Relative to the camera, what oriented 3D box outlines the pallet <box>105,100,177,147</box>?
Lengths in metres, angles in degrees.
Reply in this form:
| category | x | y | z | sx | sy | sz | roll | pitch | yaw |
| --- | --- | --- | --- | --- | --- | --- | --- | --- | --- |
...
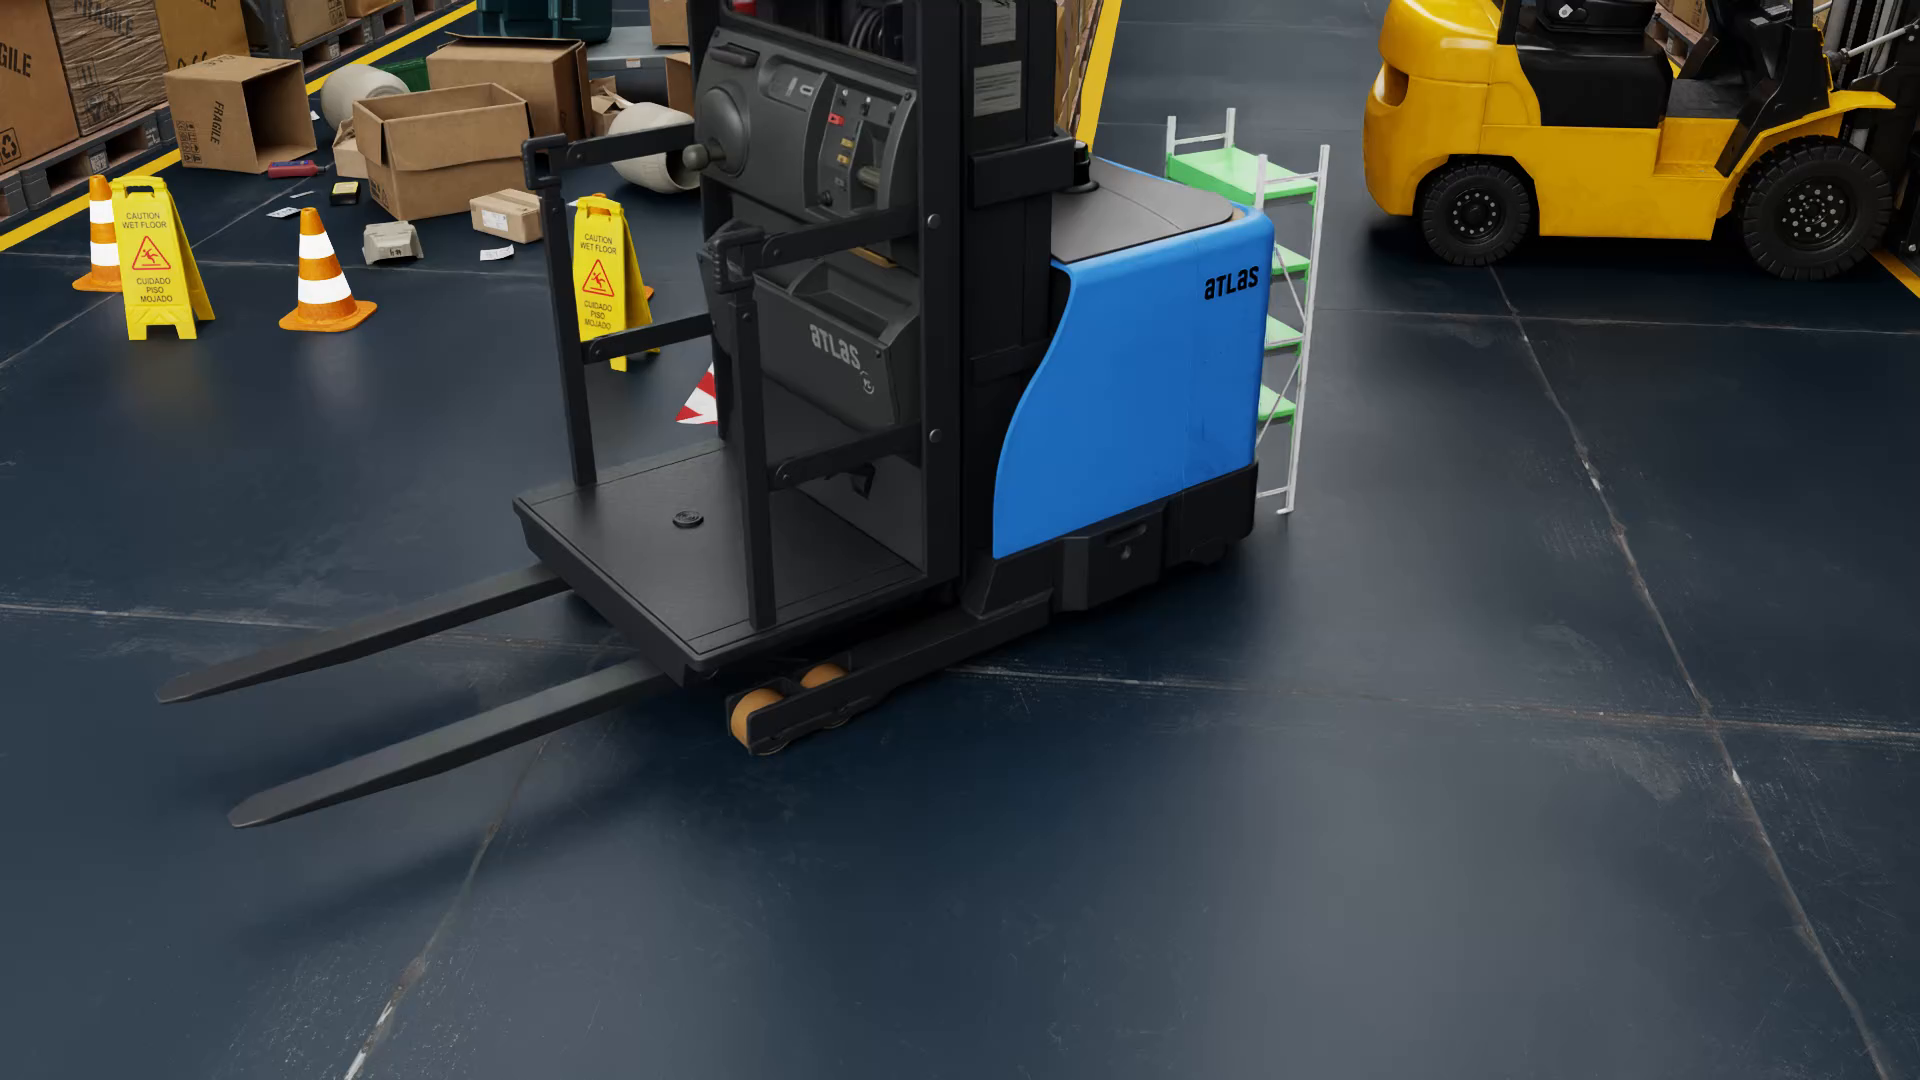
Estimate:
| category | x | y | z | sx | sy | sz | roll | pitch | yaw |
| --- | --- | --- | --- | --- | --- | --- | --- | --- | --- |
| pallet | -4.888 | -2.619 | 9.889 | 1.003 | 0.211 | 1.213 | 3 | 28 | 6 |

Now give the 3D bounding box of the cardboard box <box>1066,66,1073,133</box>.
| category | x | y | z | sx | sy | sz | roll | pitch | yaw |
| --- | --- | --- | --- | --- | --- | --- | --- | --- | --- |
| cardboard box | 0.347 | -2.389 | 8.978 | 0.500 | 0.250 | 0.500 | 3 | 28 | 5 |

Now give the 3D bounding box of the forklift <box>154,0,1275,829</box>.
| category | x | y | z | sx | sy | sz | roll | pitch | yaw |
| --- | --- | --- | --- | --- | --- | --- | --- | --- | --- |
| forklift | -0.572 | -1.027 | 4.066 | 3.031 | 2.935 | 1.130 | -20 | 34 | -32 |

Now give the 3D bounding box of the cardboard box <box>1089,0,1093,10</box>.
| category | x | y | z | sx | sy | sz | roll | pitch | yaw |
| --- | --- | --- | --- | --- | --- | --- | --- | --- | --- |
| cardboard box | 0.438 | -3.901 | 11.656 | 0.950 | 0.372 | 0.625 | 4 | 29 | 8 |

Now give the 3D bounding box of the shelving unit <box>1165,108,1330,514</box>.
| category | x | y | z | sx | sy | sz | roll | pitch | yaw |
| --- | --- | --- | --- | --- | --- | --- | --- | --- | --- |
| shelving unit | 0.866 | -0.705 | 5.292 | 0.258 | 1.200 | 0.503 | -13 | 31 | -22 |

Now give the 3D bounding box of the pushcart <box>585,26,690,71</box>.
| category | x | y | z | sx | sy | sz | roll | pitch | yaw |
| --- | --- | --- | --- | --- | --- | --- | --- | --- | --- |
| pushcart | -2.061 | -2.914 | 10.262 | 1.648 | 0.377 | 0.936 | -6 | 29 | -11 |

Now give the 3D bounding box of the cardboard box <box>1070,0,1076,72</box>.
| category | x | y | z | sx | sy | sz | roll | pitch | yaw |
| --- | --- | --- | --- | --- | --- | --- | --- | --- | --- |
| cardboard box | 0.342 | -2.731 | 8.822 | 0.500 | 0.500 | 0.500 | 4 | 29 | 7 |

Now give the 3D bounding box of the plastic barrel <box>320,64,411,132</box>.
| category | x | y | z | sx | sy | sz | roll | pitch | yaw |
| --- | --- | --- | --- | --- | --- | --- | --- | --- | --- |
| plastic barrel | -3.333 | -2.443 | 9.338 | 0.421 | 0.421 | 0.512 | -24 | 36 | -37 |

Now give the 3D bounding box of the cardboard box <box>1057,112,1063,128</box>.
| category | x | y | z | sx | sy | sz | roll | pitch | yaw |
| --- | --- | --- | --- | --- | --- | --- | --- | --- | --- |
| cardboard box | 0.216 | -1.912 | 8.093 | 0.500 | 0.250 | 0.500 | 5 | 29 | 10 |

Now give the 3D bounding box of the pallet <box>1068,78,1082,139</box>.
| category | x | y | z | sx | sy | sz | roll | pitch | yaw |
| --- | --- | --- | --- | --- | --- | --- | --- | --- | --- |
| pallet | 0.161 | -2.414 | 9.508 | 1.003 | 0.211 | 1.213 | 3 | 28 | 6 |

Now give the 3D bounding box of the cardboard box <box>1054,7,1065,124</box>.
| category | x | y | z | sx | sy | sz | roll | pitch | yaw |
| --- | --- | --- | --- | --- | --- | --- | --- | --- | --- |
| cardboard box | 0.223 | -2.238 | 7.908 | 0.500 | 0.500 | 0.500 | 4 | 29 | 7 |

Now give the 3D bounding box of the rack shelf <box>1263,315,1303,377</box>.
| category | x | y | z | sx | sy | sz | roll | pitch | yaw |
| --- | --- | --- | --- | --- | --- | --- | --- | --- | --- |
| rack shelf | 0.866 | -0.649 | 5.322 | 0.258 | 0.148 | 0.480 | -13 | 31 | -22 |

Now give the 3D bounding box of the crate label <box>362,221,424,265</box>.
| category | x | y | z | sx | sy | sz | roll | pitch | yaw |
| --- | --- | --- | --- | --- | --- | --- | --- | --- | --- |
| crate label | -2.618 | -1.372 | 7.653 | 0.250 | 0.136 | 0.298 | -11 | 30 | -20 |

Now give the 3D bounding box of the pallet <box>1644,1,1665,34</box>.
| category | x | y | z | sx | sy | sz | roll | pitch | yaw |
| --- | --- | --- | --- | --- | --- | --- | --- | --- | --- |
| pallet | 5.485 | -3.943 | 12.347 | 1.003 | 0.211 | 1.213 | 3 | 28 | 6 |

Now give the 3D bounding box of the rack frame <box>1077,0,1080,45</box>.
| category | x | y | z | sx | sy | sz | roll | pitch | yaw |
| --- | --- | --- | --- | --- | --- | --- | --- | --- | --- |
| rack frame | 0.208 | -3.960 | 9.438 | 1.000 | 3.000 | 0.127 | 3 | 28 | 6 |

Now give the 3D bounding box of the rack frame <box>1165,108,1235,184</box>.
| category | x | y | z | sx | sy | sz | roll | pitch | yaw |
| --- | --- | --- | --- | --- | --- | --- | --- | --- | --- |
| rack frame | 0.760 | -0.809 | 5.485 | 0.240 | 1.200 | 0.015 | -13 | 31 | -22 |

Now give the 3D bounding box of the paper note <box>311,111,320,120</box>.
| category | x | y | z | sx | sy | sz | roll | pitch | yaw |
| --- | --- | --- | --- | --- | --- | --- | --- | --- | --- |
| paper note | -3.901 | -2.524 | 9.902 | 0.147 | 0.020 | 0.142 | -17 | 33 | -29 |

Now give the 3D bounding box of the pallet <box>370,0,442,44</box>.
| category | x | y | z | sx | sy | sz | roll | pitch | yaw |
| --- | --- | --- | --- | --- | --- | --- | --- | --- | --- |
| pallet | -4.550 | -3.916 | 12.296 | 1.003 | 0.211 | 1.213 | 3 | 28 | 6 |

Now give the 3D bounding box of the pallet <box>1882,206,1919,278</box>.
| category | x | y | z | sx | sy | sz | roll | pitch | yaw |
| --- | --- | --- | --- | --- | --- | --- | --- | --- | --- |
| pallet | 4.849 | -1.498 | 7.807 | 1.003 | 0.211 | 1.213 | 3 | 28 | 6 |

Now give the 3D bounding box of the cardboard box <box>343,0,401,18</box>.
| category | x | y | z | sx | sy | sz | roll | pitch | yaw |
| --- | --- | --- | --- | --- | --- | --- | --- | --- | --- |
| cardboard box | -4.608 | -4.146 | 11.712 | 1.050 | 0.750 | 0.750 | 3 | 28 | 6 |

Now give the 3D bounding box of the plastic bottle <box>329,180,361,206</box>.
| category | x | y | z | sx | sy | sz | roll | pitch | yaw |
| --- | --- | --- | --- | --- | --- | --- | --- | --- | --- |
| plastic bottle | -3.135 | -1.779 | 8.487 | 0.133 | 0.061 | 0.283 | -6 | 29 | -11 |

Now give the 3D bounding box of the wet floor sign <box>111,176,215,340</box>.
| category | x | y | z | sx | sy | sz | roll | pitch | yaw |
| --- | --- | --- | --- | --- | --- | --- | --- | --- | --- |
| wet floor sign | -3.245 | -1.152 | 6.708 | 0.267 | 0.644 | 0.232 | -1 | 28 | -3 |

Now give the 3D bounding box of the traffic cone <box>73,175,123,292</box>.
| category | x | y | z | sx | sy | sz | roll | pitch | yaw |
| --- | --- | --- | --- | --- | --- | --- | --- | --- | --- |
| traffic cone | -3.733 | -1.368 | 7.301 | 0.336 | 0.463 | 0.334 | 3 | 28 | 6 |

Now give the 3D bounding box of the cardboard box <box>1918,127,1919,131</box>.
| category | x | y | z | sx | sy | sz | roll | pitch | yaw |
| --- | --- | --- | --- | --- | --- | --- | --- | --- | --- |
| cardboard box | 4.509 | -1.712 | 7.194 | 0.500 | 0.250 | 0.500 | 3 | 28 | 5 |

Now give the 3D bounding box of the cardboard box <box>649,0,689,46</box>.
| category | x | y | z | sx | sy | sz | roll | pitch | yaw |
| --- | --- | --- | --- | --- | --- | --- | --- | --- | --- |
| cardboard box | -1.562 | -3.282 | 10.017 | 0.500 | 0.500 | 0.500 | 3 | 28 | 6 |

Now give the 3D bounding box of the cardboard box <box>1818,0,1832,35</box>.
| category | x | y | z | sx | sy | sz | roll | pitch | yaw |
| --- | --- | --- | --- | --- | --- | --- | --- | --- | --- |
| cardboard box | 4.692 | -2.638 | 8.386 | 0.500 | 0.250 | 0.500 | 3 | 28 | 6 |

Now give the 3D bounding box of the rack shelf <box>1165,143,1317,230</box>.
| category | x | y | z | sx | sy | sz | roll | pitch | yaw |
| --- | --- | --- | --- | --- | --- | --- | --- | --- | --- |
| rack shelf | 0.863 | -1.071 | 5.093 | 0.258 | 0.148 | 0.480 | -13 | 31 | -22 |

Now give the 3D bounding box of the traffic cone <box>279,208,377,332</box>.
| category | x | y | z | sx | sy | sz | roll | pitch | yaw |
| --- | --- | --- | --- | --- | --- | --- | --- | --- | --- |
| traffic cone | -2.653 | -1.142 | 6.882 | 0.336 | 0.463 | 0.334 | 3 | 28 | 6 |

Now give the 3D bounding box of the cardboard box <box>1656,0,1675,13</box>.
| category | x | y | z | sx | sy | sz | roll | pitch | yaw |
| --- | --- | --- | --- | --- | --- | --- | --- | --- | --- |
| cardboard box | 5.463 | -4.095 | 11.749 | 0.875 | 0.625 | 0.625 | 4 | 29 | 8 |

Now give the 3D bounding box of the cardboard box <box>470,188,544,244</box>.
| category | x | y | z | sx | sy | sz | roll | pitch | yaw |
| --- | --- | --- | --- | --- | --- | --- | --- | --- | --- |
| cardboard box | -2.126 | -1.556 | 7.981 | 0.380 | 0.149 | 0.250 | 20 | 34 | 32 |

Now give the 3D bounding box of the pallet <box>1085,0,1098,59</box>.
| category | x | y | z | sx | sy | sz | roll | pitch | yaw |
| --- | --- | --- | --- | --- | --- | --- | --- | --- | --- |
| pallet | 0.449 | -3.675 | 11.848 | 1.003 | 0.211 | 1.213 | 3 | 28 | 6 |

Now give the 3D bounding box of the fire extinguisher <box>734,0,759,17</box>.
| category | x | y | z | sx | sy | sz | roll | pitch | yaw |
| --- | --- | --- | --- | --- | --- | --- | --- | --- | --- |
| fire extinguisher | -0.753 | -2.016 | 5.911 | 0.296 | 0.674 | 0.183 | 3 | 28 | 6 |

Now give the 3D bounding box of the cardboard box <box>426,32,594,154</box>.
| category | x | y | z | sx | sy | sz | roll | pitch | yaw |
| --- | --- | --- | --- | --- | --- | --- | --- | --- | --- |
| cardboard box | -2.473 | -2.452 | 9.128 | 0.797 | 0.637 | 0.503 | 3 | 28 | 6 |

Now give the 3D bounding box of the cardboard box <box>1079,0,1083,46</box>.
| category | x | y | z | sx | sy | sz | roll | pitch | yaw |
| --- | --- | --- | --- | --- | --- | --- | --- | --- | --- |
| cardboard box | 0.270 | -3.235 | 10.420 | 0.950 | 0.372 | 0.625 | 4 | 29 | 7 |

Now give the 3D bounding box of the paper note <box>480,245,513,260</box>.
| category | x | y | z | sx | sy | sz | roll | pitch | yaw |
| --- | --- | --- | --- | --- | --- | --- | --- | --- | --- |
| paper note | -2.142 | -1.331 | 7.687 | 0.148 | 0.019 | 0.142 | -6 | 29 | -11 |

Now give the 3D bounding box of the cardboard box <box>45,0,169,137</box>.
| category | x | y | z | sx | sy | sz | roll | pitch | yaw |
| --- | --- | --- | --- | --- | --- | --- | --- | --- | --- |
| cardboard box | -4.970 | -2.733 | 8.958 | 0.875 | 0.875 | 0.875 | 4 | 29 | 7 |

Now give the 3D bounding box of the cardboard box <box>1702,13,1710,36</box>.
| category | x | y | z | sx | sy | sz | roll | pitch | yaw |
| --- | --- | --- | --- | --- | --- | --- | --- | --- | --- |
| cardboard box | 5.290 | -3.424 | 10.503 | 0.875 | 0.625 | 0.625 | 3 | 28 | 6 |

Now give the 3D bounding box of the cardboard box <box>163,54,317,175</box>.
| category | x | y | z | sx | sy | sz | roll | pitch | yaw |
| --- | --- | --- | --- | --- | --- | --- | --- | --- | --- |
| cardboard box | -3.889 | -2.310 | 9.008 | 0.500 | 0.500 | 0.500 | 8 | 29 | 15 |

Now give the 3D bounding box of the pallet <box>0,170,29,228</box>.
| category | x | y | z | sx | sy | sz | roll | pitch | yaw |
| --- | --- | --- | --- | --- | --- | --- | --- | --- | --- |
| pallet | -5.187 | -1.470 | 7.757 | 1.003 | 0.211 | 1.213 | 3 | 28 | 6 |
